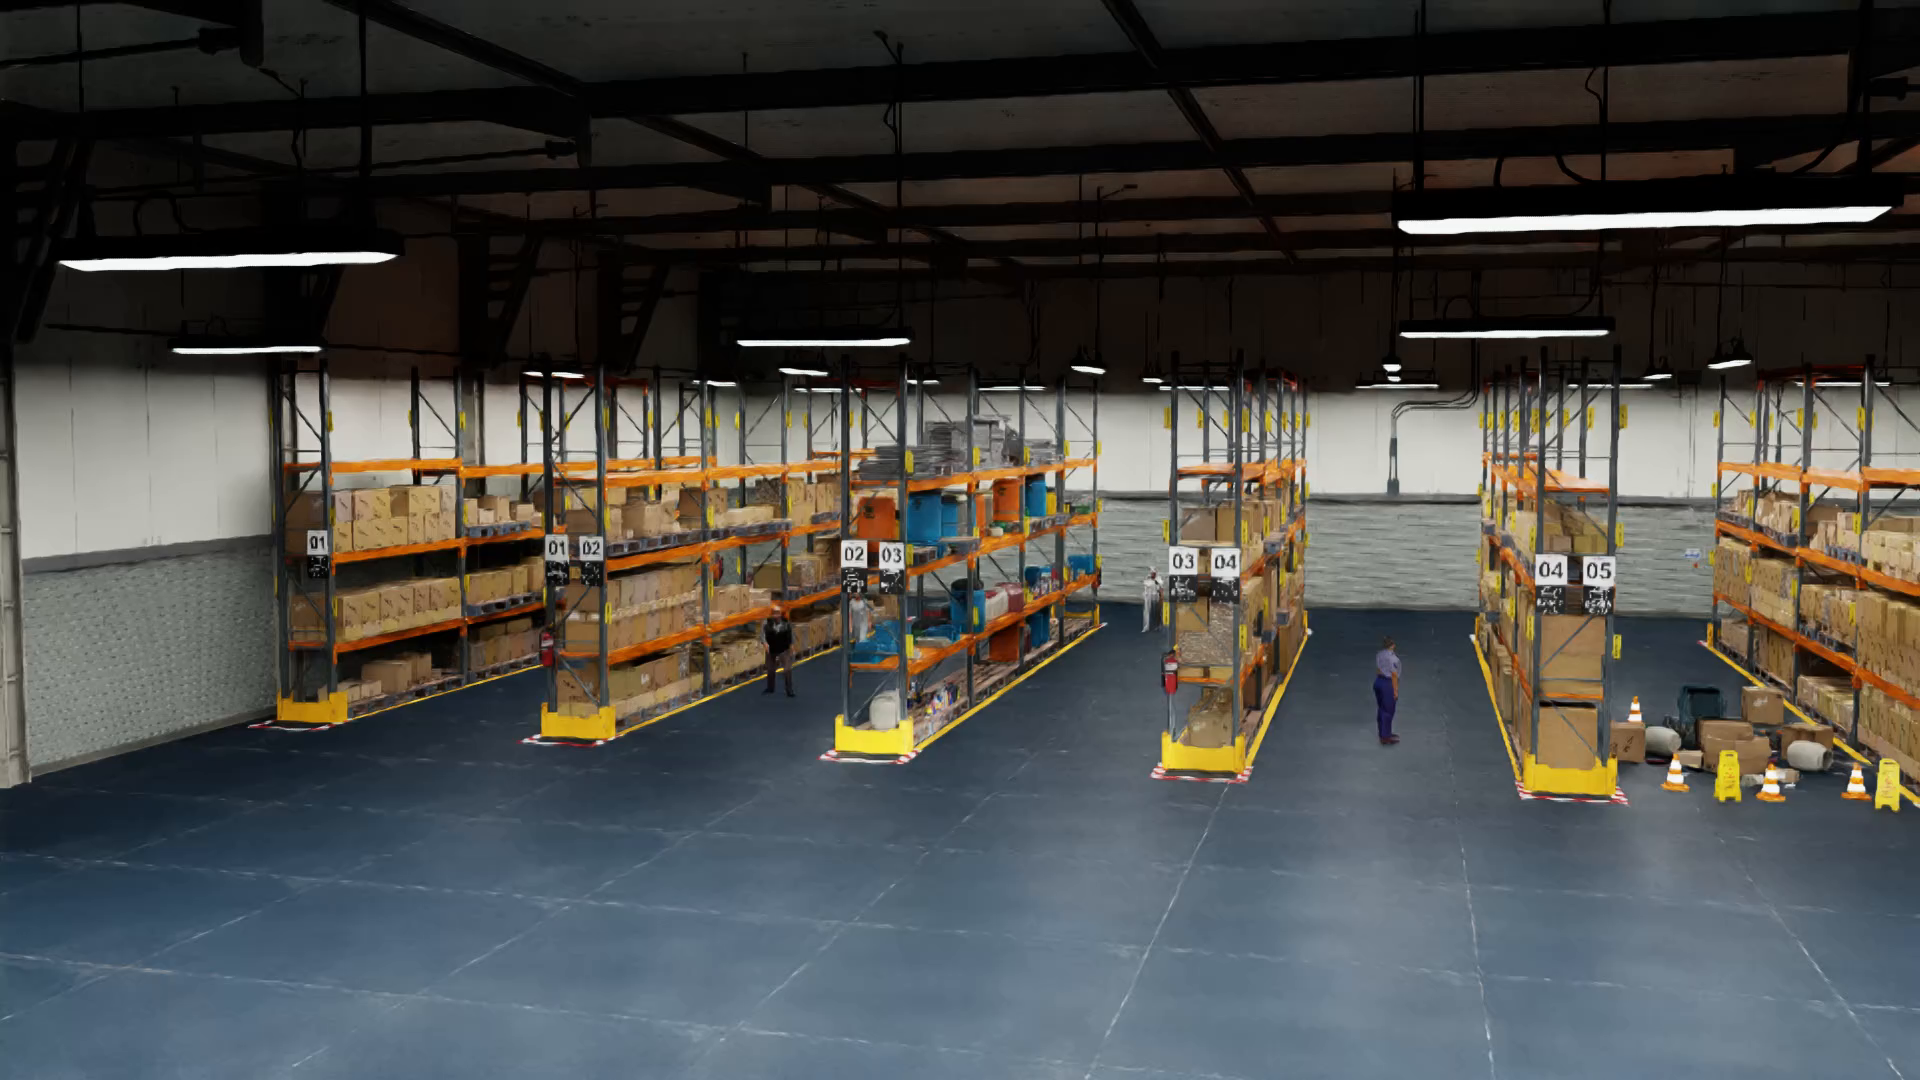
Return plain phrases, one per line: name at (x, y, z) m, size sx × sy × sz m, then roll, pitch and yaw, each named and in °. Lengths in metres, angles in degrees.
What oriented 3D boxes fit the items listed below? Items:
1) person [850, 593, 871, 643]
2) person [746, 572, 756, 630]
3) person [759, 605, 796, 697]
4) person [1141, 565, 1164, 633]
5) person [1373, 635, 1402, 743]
person at (-2.093, 1.726, 34.196) m, size 0.449 × 1.586 × 1.099 m, roll 1°, pitch 4°, yaw 13°
person at (-4.803, 1.495, 38.177) m, size 0.566 × 1.541 × 0.519 m, roll 1°, pitch 4°, yaw 13°
person at (-3.300, 1.999, 30.176) m, size 0.683 × 1.662 × 0.837 m, roll 0°, pitch 4°, yaw -2°
person at (4.549, 1.381, 39.113) m, size 0.482 × 1.579 × 1.082 m, roll 1°, pitch 4°, yaw 13°
person at (6.691, 2.313, 25.924) m, size 0.430 × 1.639 × 0.530 m, roll -1°, pitch 4°, yaw -15°
